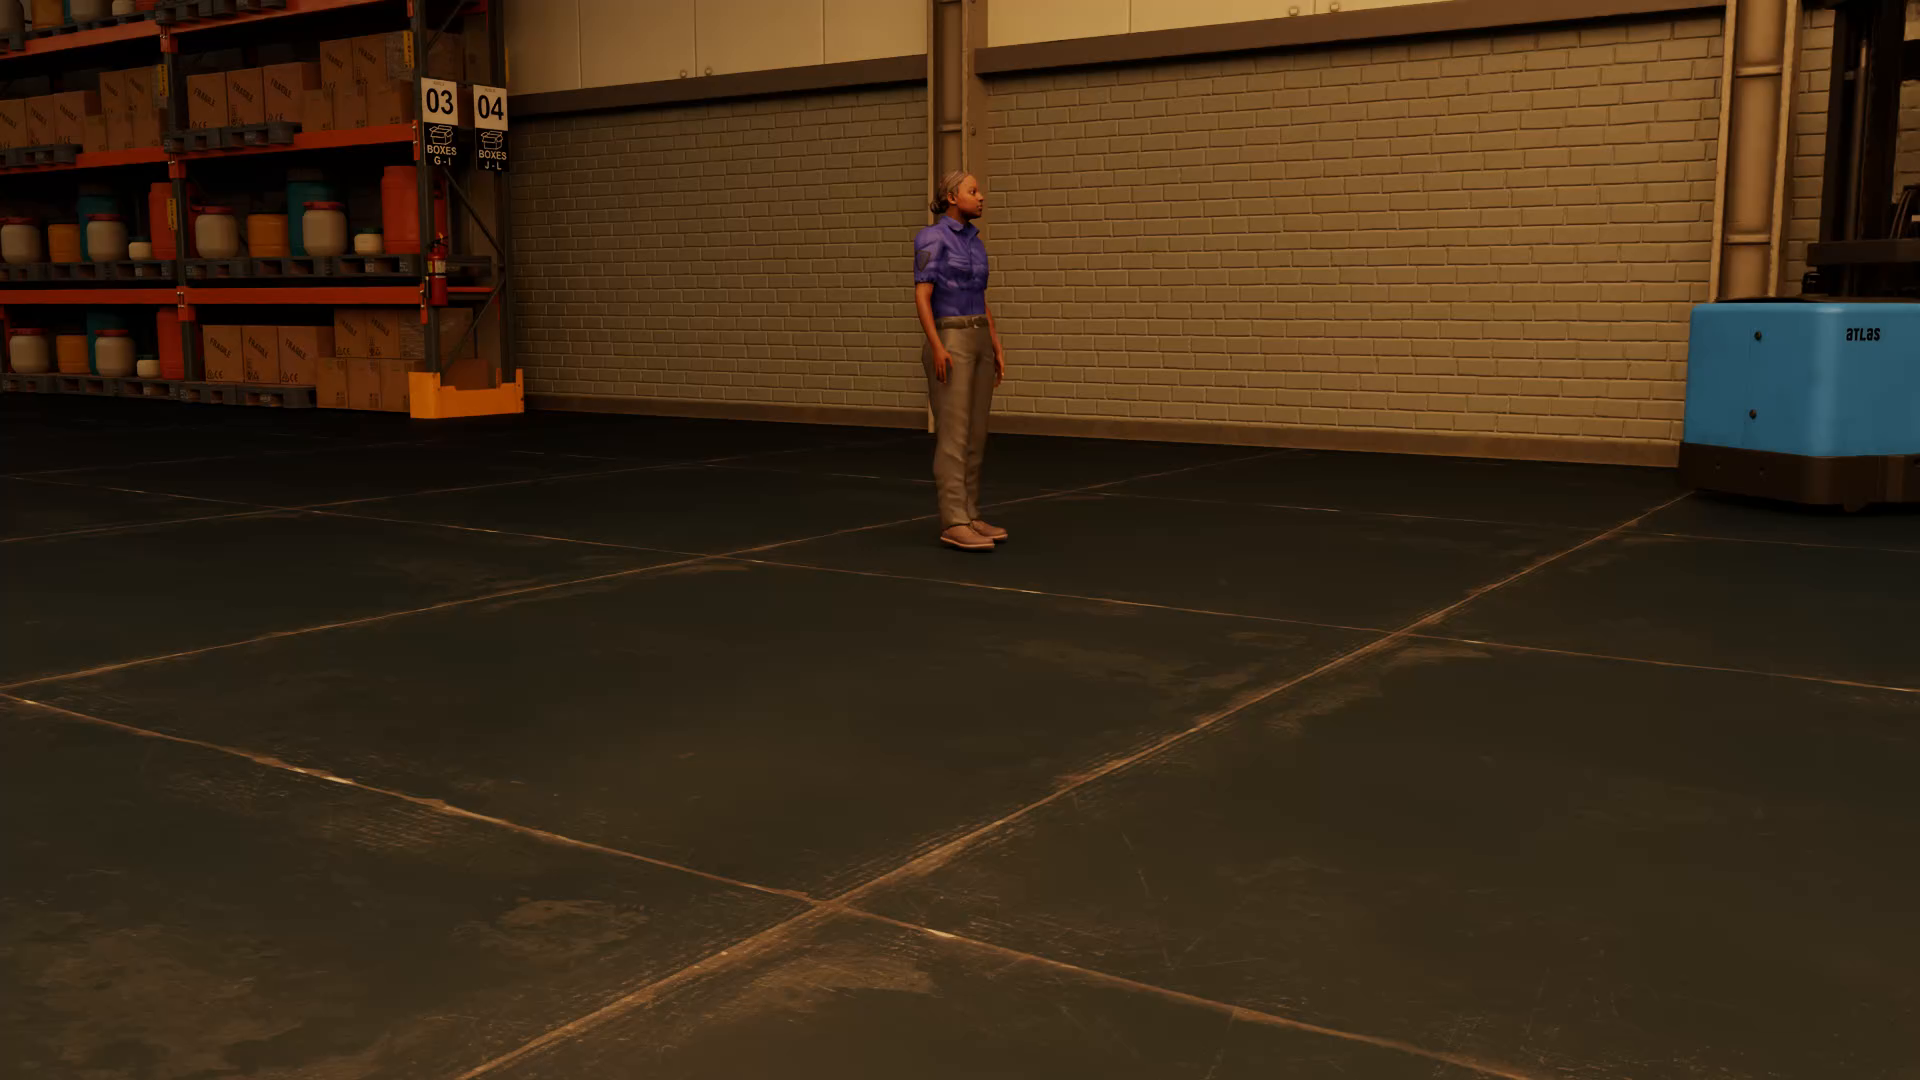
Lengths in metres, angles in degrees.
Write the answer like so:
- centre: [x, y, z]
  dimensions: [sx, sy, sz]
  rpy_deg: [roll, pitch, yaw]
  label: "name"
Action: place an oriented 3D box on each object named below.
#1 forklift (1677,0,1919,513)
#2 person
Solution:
- centre: [5.559, -1.685, 9.041]
  dimensions: [3.031, 2.935, 1.130]
  rpy_deg: [-3, 8, -17]
  label: "forklift"
- centre: [0.062, -0.817, 7.421]
  dimensions: [0.503, 1.656, 0.569]
  rpy_deg: [5, 10, 34]
  label: "person"
